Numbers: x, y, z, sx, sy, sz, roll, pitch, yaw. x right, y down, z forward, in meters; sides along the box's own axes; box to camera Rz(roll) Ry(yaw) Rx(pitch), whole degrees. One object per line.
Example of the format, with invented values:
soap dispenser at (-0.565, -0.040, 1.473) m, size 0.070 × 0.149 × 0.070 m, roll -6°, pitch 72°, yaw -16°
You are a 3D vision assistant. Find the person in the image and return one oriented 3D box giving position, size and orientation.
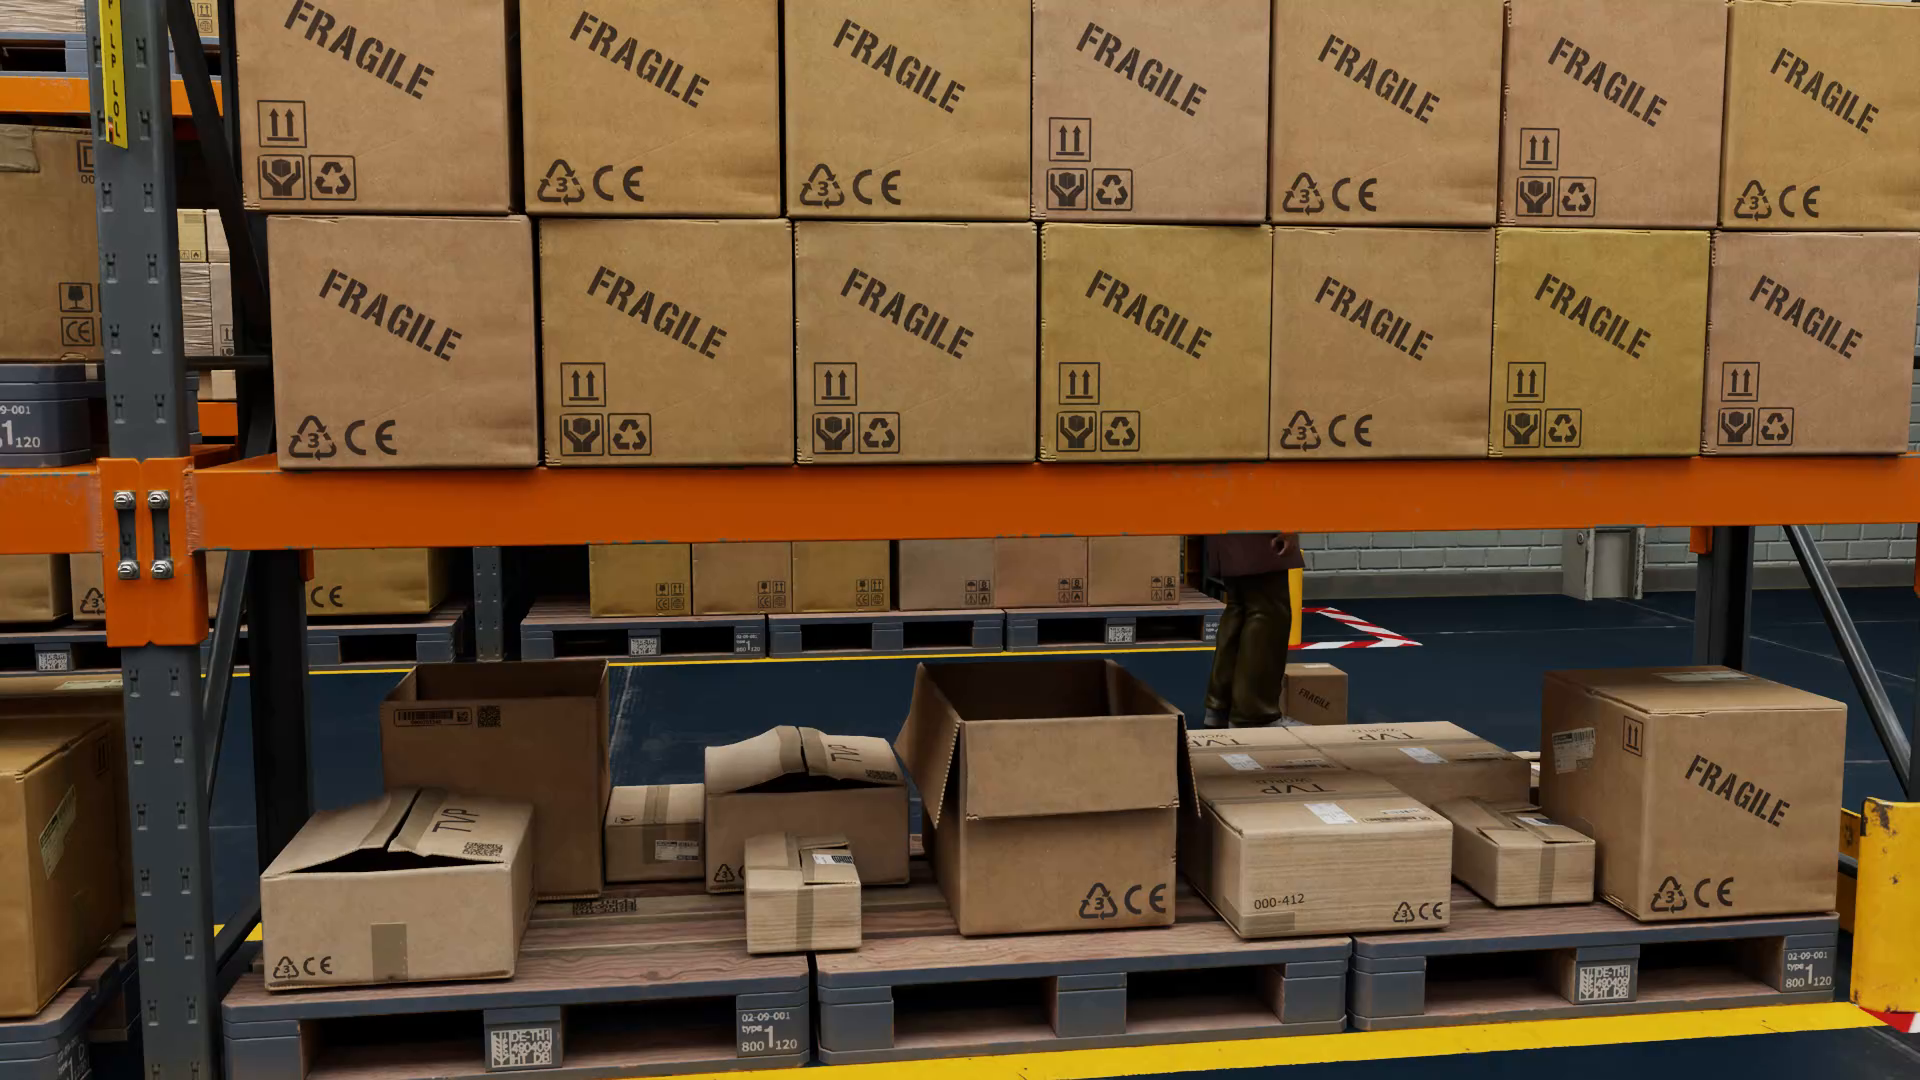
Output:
person at (1.186, -0.101, 6.684) m, size 0.424 × 1.774 × 0.644 m, roll -1°, pitch 6°, yaw -8°
